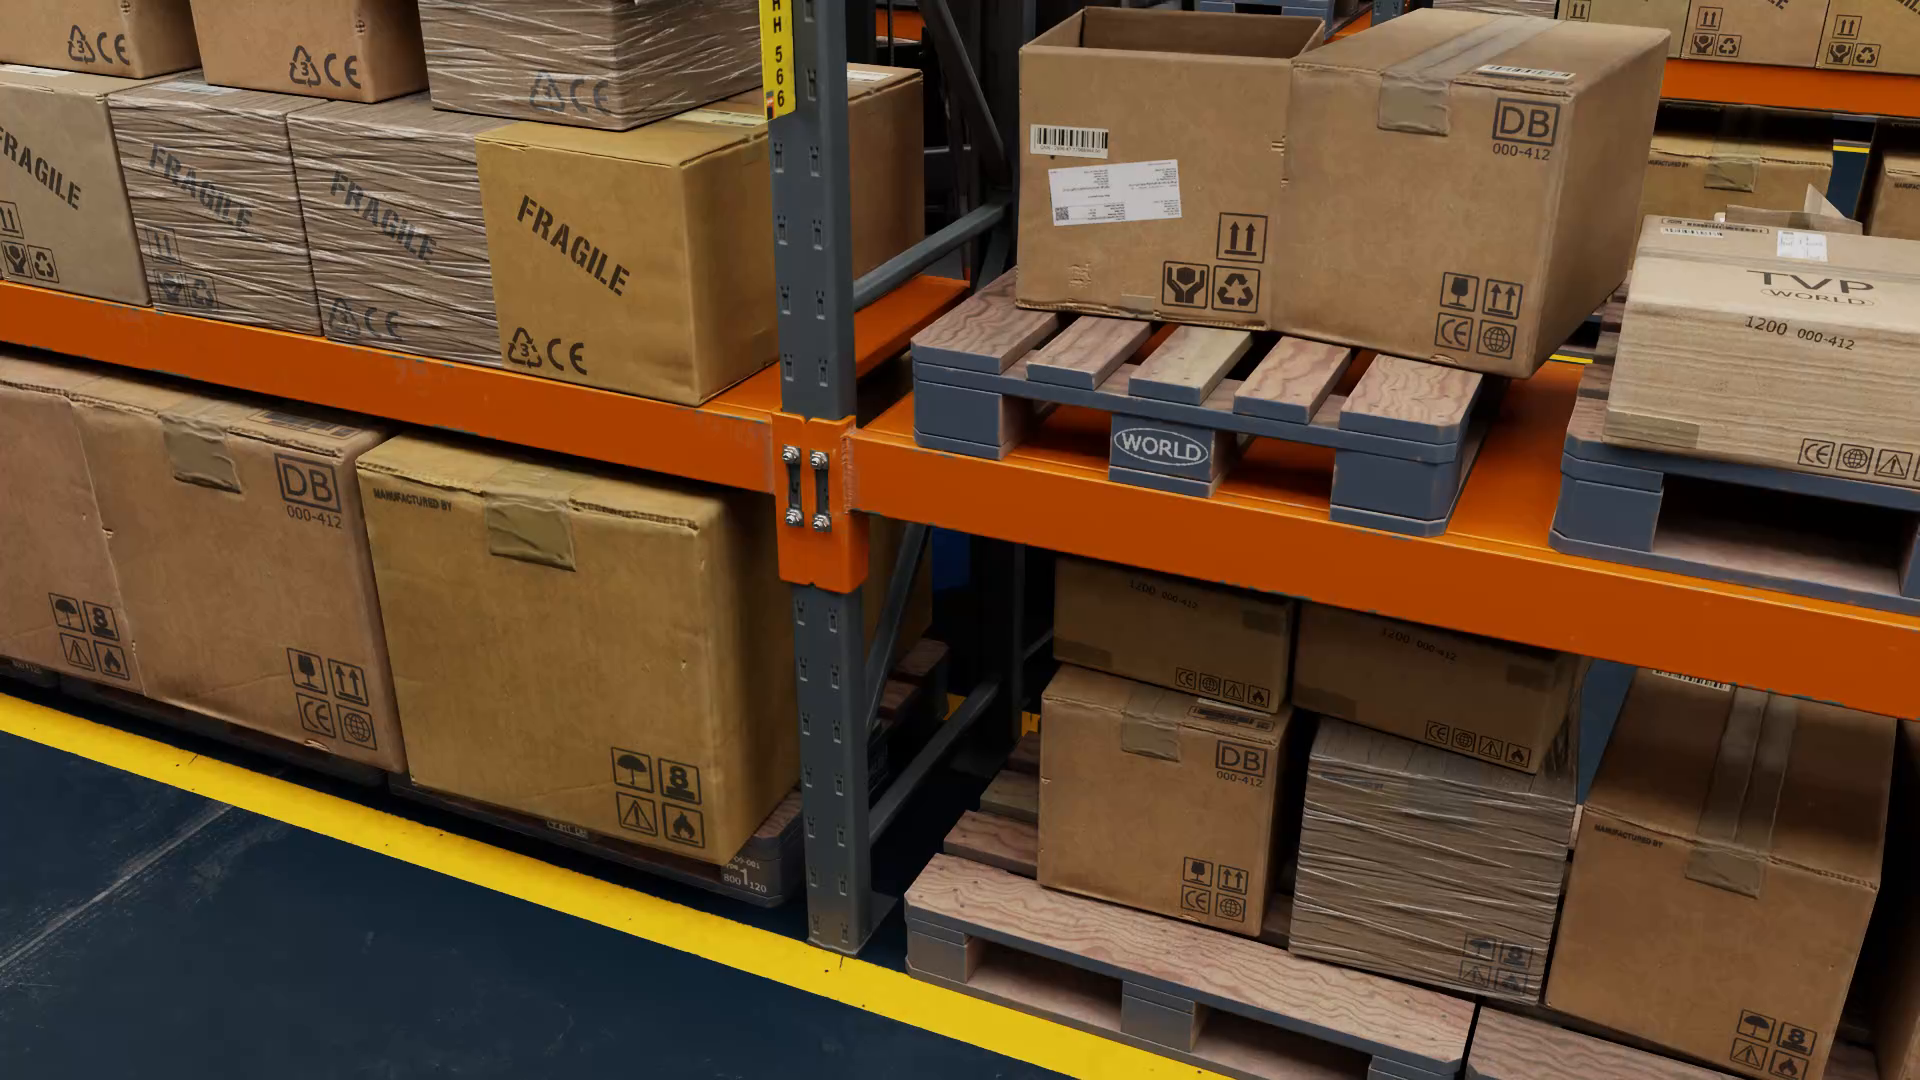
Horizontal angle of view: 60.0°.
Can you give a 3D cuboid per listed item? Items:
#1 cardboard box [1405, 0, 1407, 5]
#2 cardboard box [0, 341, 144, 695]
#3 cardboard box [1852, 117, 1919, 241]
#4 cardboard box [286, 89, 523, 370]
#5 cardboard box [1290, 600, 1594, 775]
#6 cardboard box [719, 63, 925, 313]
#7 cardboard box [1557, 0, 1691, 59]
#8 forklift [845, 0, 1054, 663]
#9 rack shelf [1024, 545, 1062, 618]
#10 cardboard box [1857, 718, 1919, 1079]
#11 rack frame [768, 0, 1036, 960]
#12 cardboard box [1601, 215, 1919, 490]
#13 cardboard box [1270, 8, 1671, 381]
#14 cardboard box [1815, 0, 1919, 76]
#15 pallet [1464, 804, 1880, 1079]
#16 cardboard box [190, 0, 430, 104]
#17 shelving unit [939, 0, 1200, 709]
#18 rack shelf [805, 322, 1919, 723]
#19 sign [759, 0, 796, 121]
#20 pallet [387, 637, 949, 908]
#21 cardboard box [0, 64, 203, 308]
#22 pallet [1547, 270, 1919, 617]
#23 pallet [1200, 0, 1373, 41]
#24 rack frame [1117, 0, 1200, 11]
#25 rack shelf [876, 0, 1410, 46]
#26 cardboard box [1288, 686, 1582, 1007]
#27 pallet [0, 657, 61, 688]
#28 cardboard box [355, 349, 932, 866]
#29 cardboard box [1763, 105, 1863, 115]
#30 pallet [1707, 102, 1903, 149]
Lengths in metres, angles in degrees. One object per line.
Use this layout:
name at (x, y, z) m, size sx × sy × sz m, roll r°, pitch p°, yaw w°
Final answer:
cardboard box at (3.418, -3.978, 12.364) m, size 0.875 × 0.875 × 0.875 m, roll 11°, pitch 28°, yaw 21°
cardboard box at (-2.326, -0.293, 4.879) m, size 0.875 × 0.875 × 1.225 m, roll 10°, pitch 28°, yaw 20°
cardboard box at (4.218, -1.277, 7.020) m, size 0.750 × 0.750 × 1.050 m, roll 11°, pitch 28°, yaw 22°
cardboard box at (-1.093, -0.728, 3.719) m, size 0.500 × 0.500 × 0.500 m, roll 11°, pitch 28°, yaw 21°
cardboard box at (1.020, 0.192, 3.446) m, size 0.500 × 0.250 × 0.500 m, roll 15°, pitch 30°, yaw 28°
cardboard box at (-0.419, -0.842, 3.951) m, size 0.500 × 0.500 × 0.500 m, roll 12°, pitch 29°, yaw 23°
cardboard box at (2.817, -2.337, 6.987) m, size 0.500 × 0.500 × 0.500 m, roll 11°, pitch 28°, yaw 21°
forklift at (-0.222, -1.573, 5.627) m, size 1.130 × 2.935 × 3.031 m, roll -10°, pitch 28°, yaw -19°
rack shelf at (0.424, 0.144, 4.592) m, size 0.480 × 0.518 × 0.431 m, roll 9°, pitch 28°, yaw 32°
cardboard box at (2.066, 0.739, 3.185) m, size 0.500 × 0.500 × 0.700 m, roll 9°, pitch 28°, yaw 17°
rack frame at (-0.089, -0.599, 3.570) m, size 0.127 × 3.000 × 1.000 m, roll 11°, pitch 28°, yaw 22°
cardboard box at (1.341, -0.321, 2.700) m, size 0.500 × 0.250 × 0.500 m, roll 11°, pitch 28°, yaw 20°
cardboard box at (0.968, -0.687, 3.162) m, size 0.500 × 0.500 × 0.700 m, roll 16°, pitch 30°, yaw 29°
cardboard box at (3.728, -2.152, 6.613) m, size 0.500 × 0.500 × 0.500 m, roll 11°, pitch 28°, yaw 21°
pallet at (1.728, 1.020, 3.440) m, size 1.213 × 0.211 × 1.003 m, roll 11°, pitch 28°, yaw 22°
cardboard box at (-1.340, -1.354, 3.855) m, size 0.637 × 0.503 × 0.797 m, roll 12°, pitch 29°, yaw 23°
shelving unit at (0.348, -0.508, 4.311) m, size 0.503 × 2.100 × 0.431 m, roll 9°, pitch 28°, yaw 32°
rack shelf at (1.731, 0.090, 2.986) m, size 4.000 × 0.370 × 1.077 m, roll 11°, pitch 28°, yaw 22°
sign at (-0.316, -0.894, 2.860) m, size 0.005 × 0.325 × 0.100 m, roll 11°, pitch 28°, yaw 22°
pallet at (-0.776, 0.478, 4.540) m, size 1.213 × 0.211 × 1.003 m, roll 11°, pitch 28°, yaw 22°
cardboard box at (-2.029, -0.915, 4.099) m, size 0.500 × 0.500 × 0.500 m, roll 12°, pitch 29°, yaw 23°
pallet at (1.730, -0.167, 2.911) m, size 1.213 × 0.211 × 1.003 m, roll 11°, pitch 28°, yaw 22°
pallet at (1.363, -2.576, 7.803) m, size 1.003 × 0.211 × 1.213 m, roll 11°, pitch 28°, yaw 22°
rack frame at (0.552, -0.476, 4.181) m, size 0.015 × 2.100 × 0.400 m, roll 9°, pitch 28°, yaw 32°
rack shelf at (0.235, -2.617, 8.485) m, size 4.000 × 0.370 × 1.077 m, roll 11°, pitch 28°, yaw 22°
cardboard box at (1.039, 0.536, 3.597) m, size 0.500 × 0.500 × 0.700 m, roll 9°, pitch 28°, yaw 18°
pallet at (-2.997, 0.032, 5.446) m, size 1.213 × 0.211 × 1.003 m, roll 11°, pitch 28°, yaw 22°
cardboard box at (-0.709, 0.032, 4.220) m, size 0.875 × 0.875 × 1.225 m, roll 10°, pitch 28°, yaw 19°
cardboard box at (5.886, -3.213, 11.379) m, size 0.625 × 0.372 × 0.950 m, roll 12°, pitch 29°, yaw 23°
pallet at (5.830, -2.965, 11.534) m, size 1.213 × 0.211 × 1.003 m, roll 11°, pitch 28°, yaw 22°
